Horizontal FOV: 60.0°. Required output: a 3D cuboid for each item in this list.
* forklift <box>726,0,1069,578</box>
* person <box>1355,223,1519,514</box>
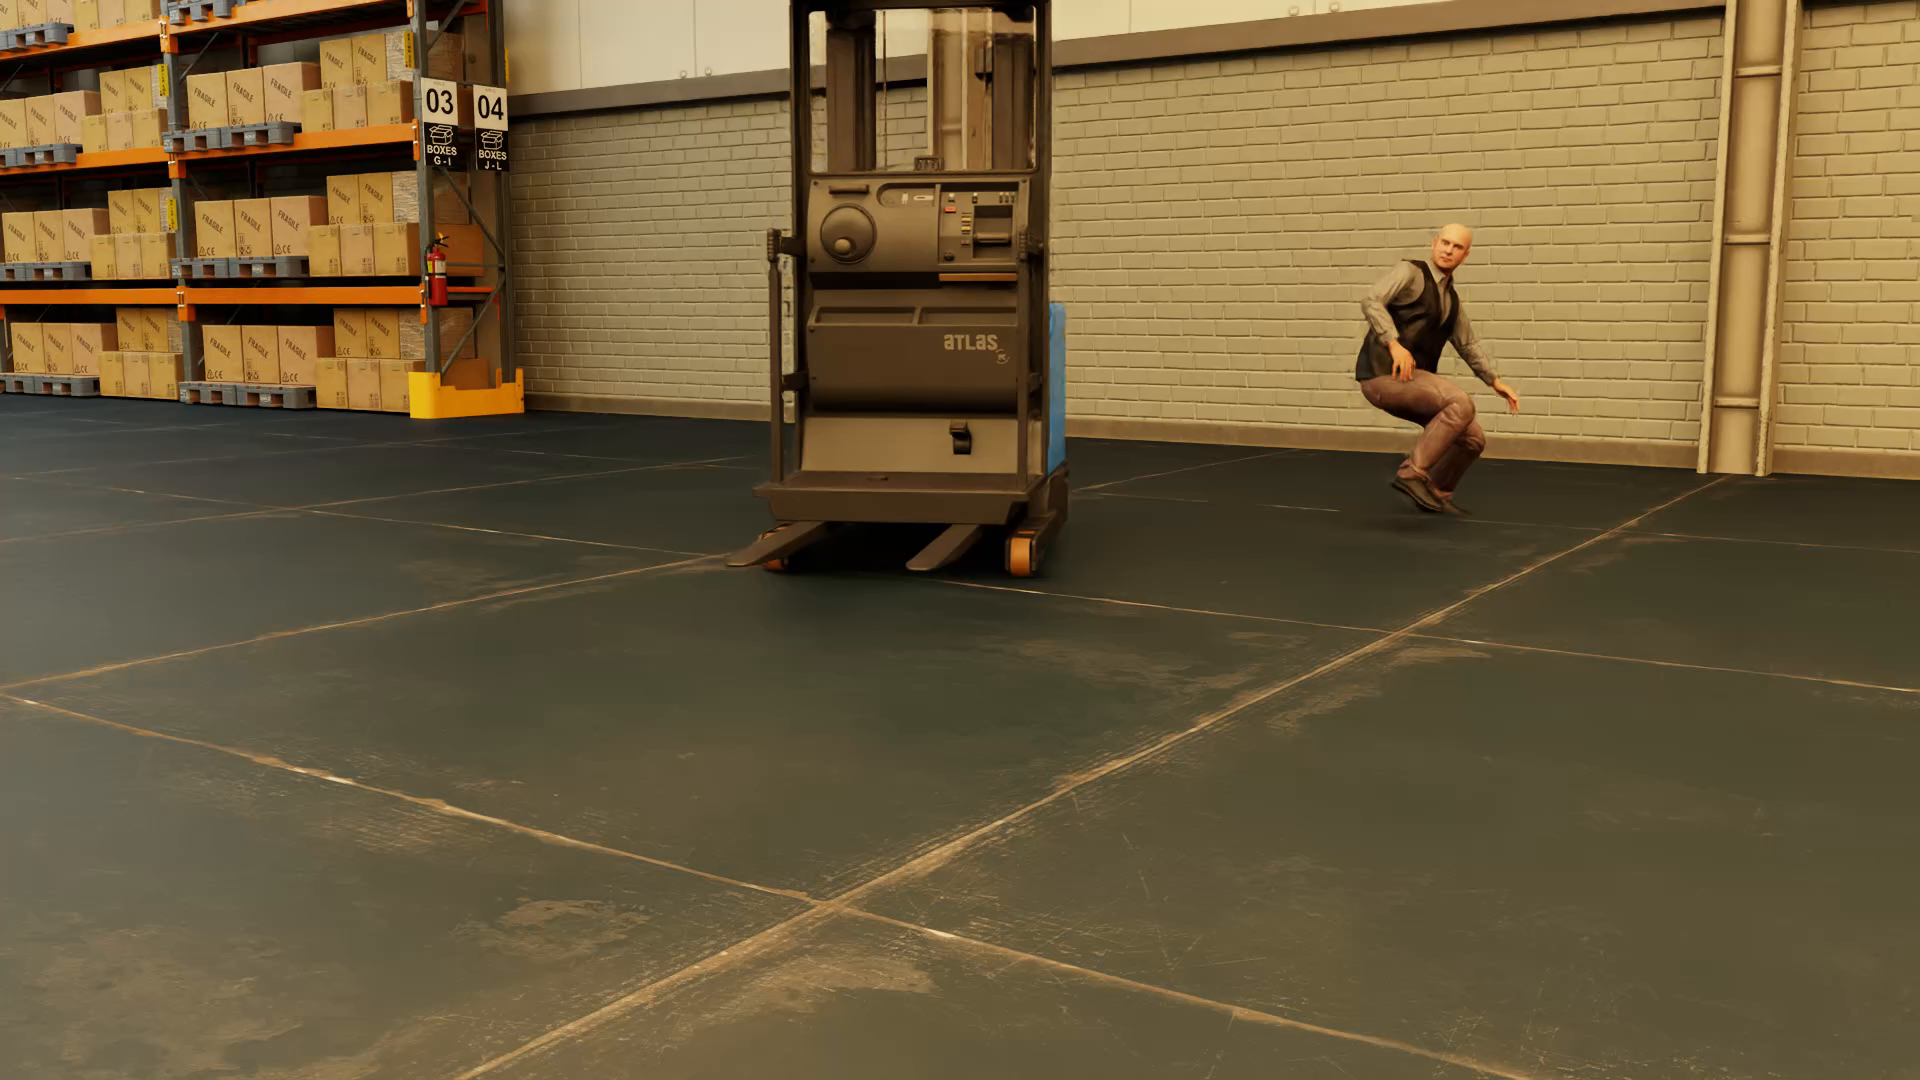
[{"bbox_3d":[-0.204,-1.353,6.709,1.130,2.935,3.031,1,8,9],"label":"forklift"},{"bbox_3d":[2.336,-0.804,8.223,0.667,1.501,0.830,6,10,37],"label":"person"}]
